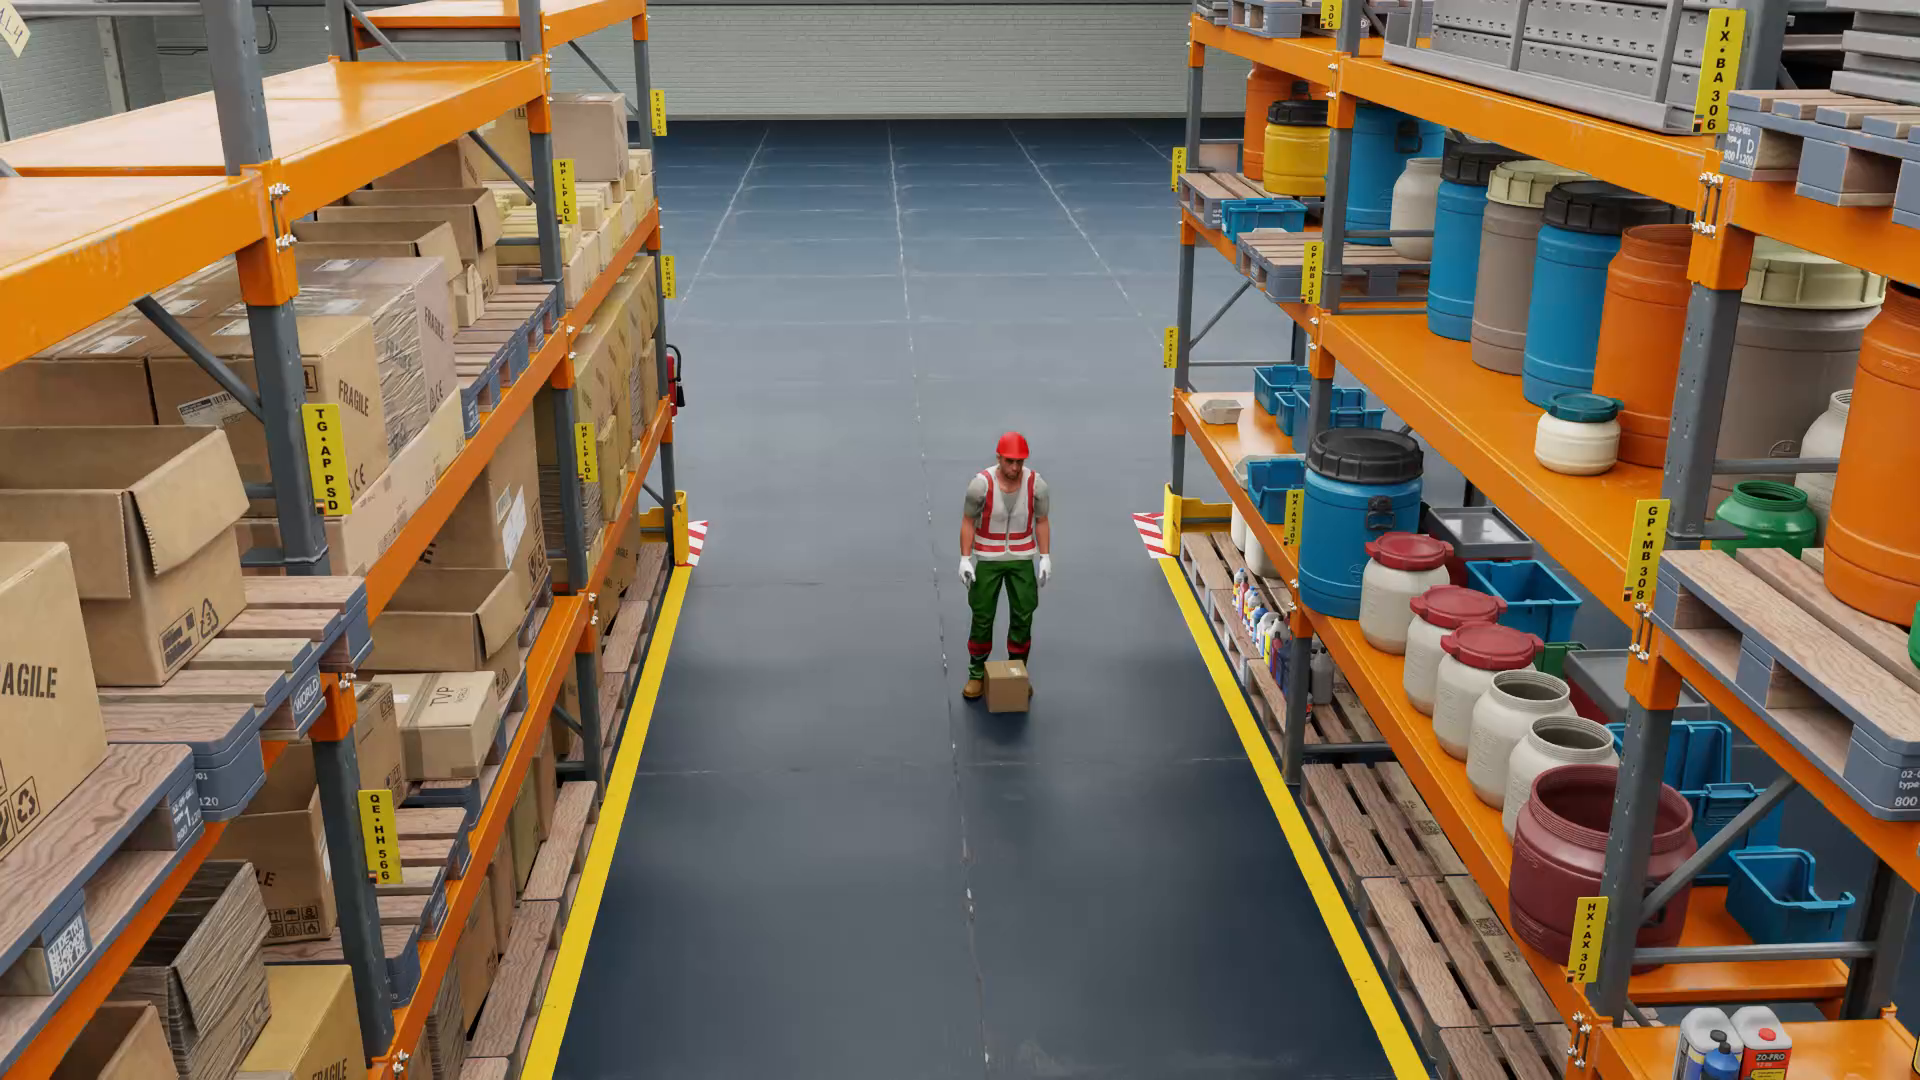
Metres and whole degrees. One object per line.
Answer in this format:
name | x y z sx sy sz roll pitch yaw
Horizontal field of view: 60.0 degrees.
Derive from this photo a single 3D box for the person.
person | 0.292 0.148 10.654 0.612 1.778 0.451 -2 20 -6
